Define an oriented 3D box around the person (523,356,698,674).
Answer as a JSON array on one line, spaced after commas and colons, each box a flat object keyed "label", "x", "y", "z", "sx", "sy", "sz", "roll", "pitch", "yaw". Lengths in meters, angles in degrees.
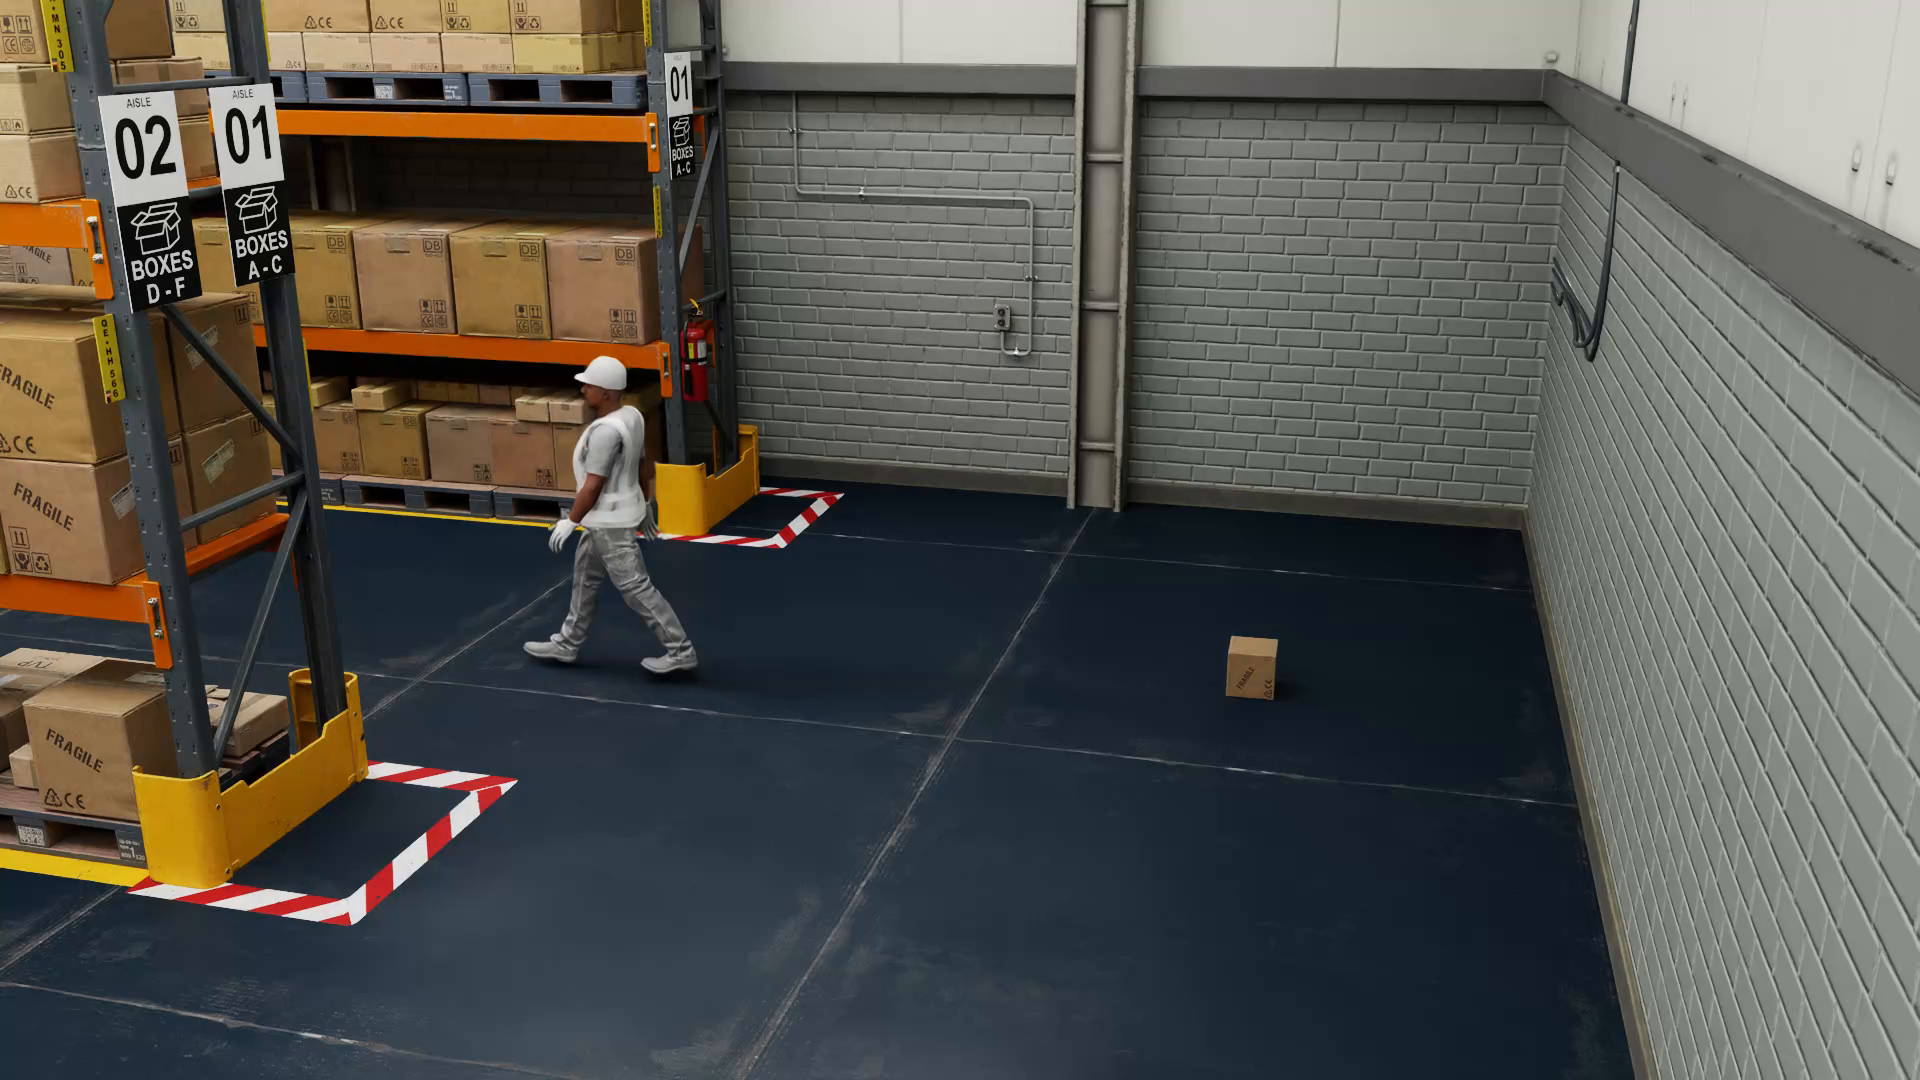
[{"label": "person", "x": -1.930, "y": -0.119, "z": 8.878, "sx": 1.012, "sy": 1.739, "sz": 0.586, "roll": 0, "pitch": 18, "yaw": 1}]
